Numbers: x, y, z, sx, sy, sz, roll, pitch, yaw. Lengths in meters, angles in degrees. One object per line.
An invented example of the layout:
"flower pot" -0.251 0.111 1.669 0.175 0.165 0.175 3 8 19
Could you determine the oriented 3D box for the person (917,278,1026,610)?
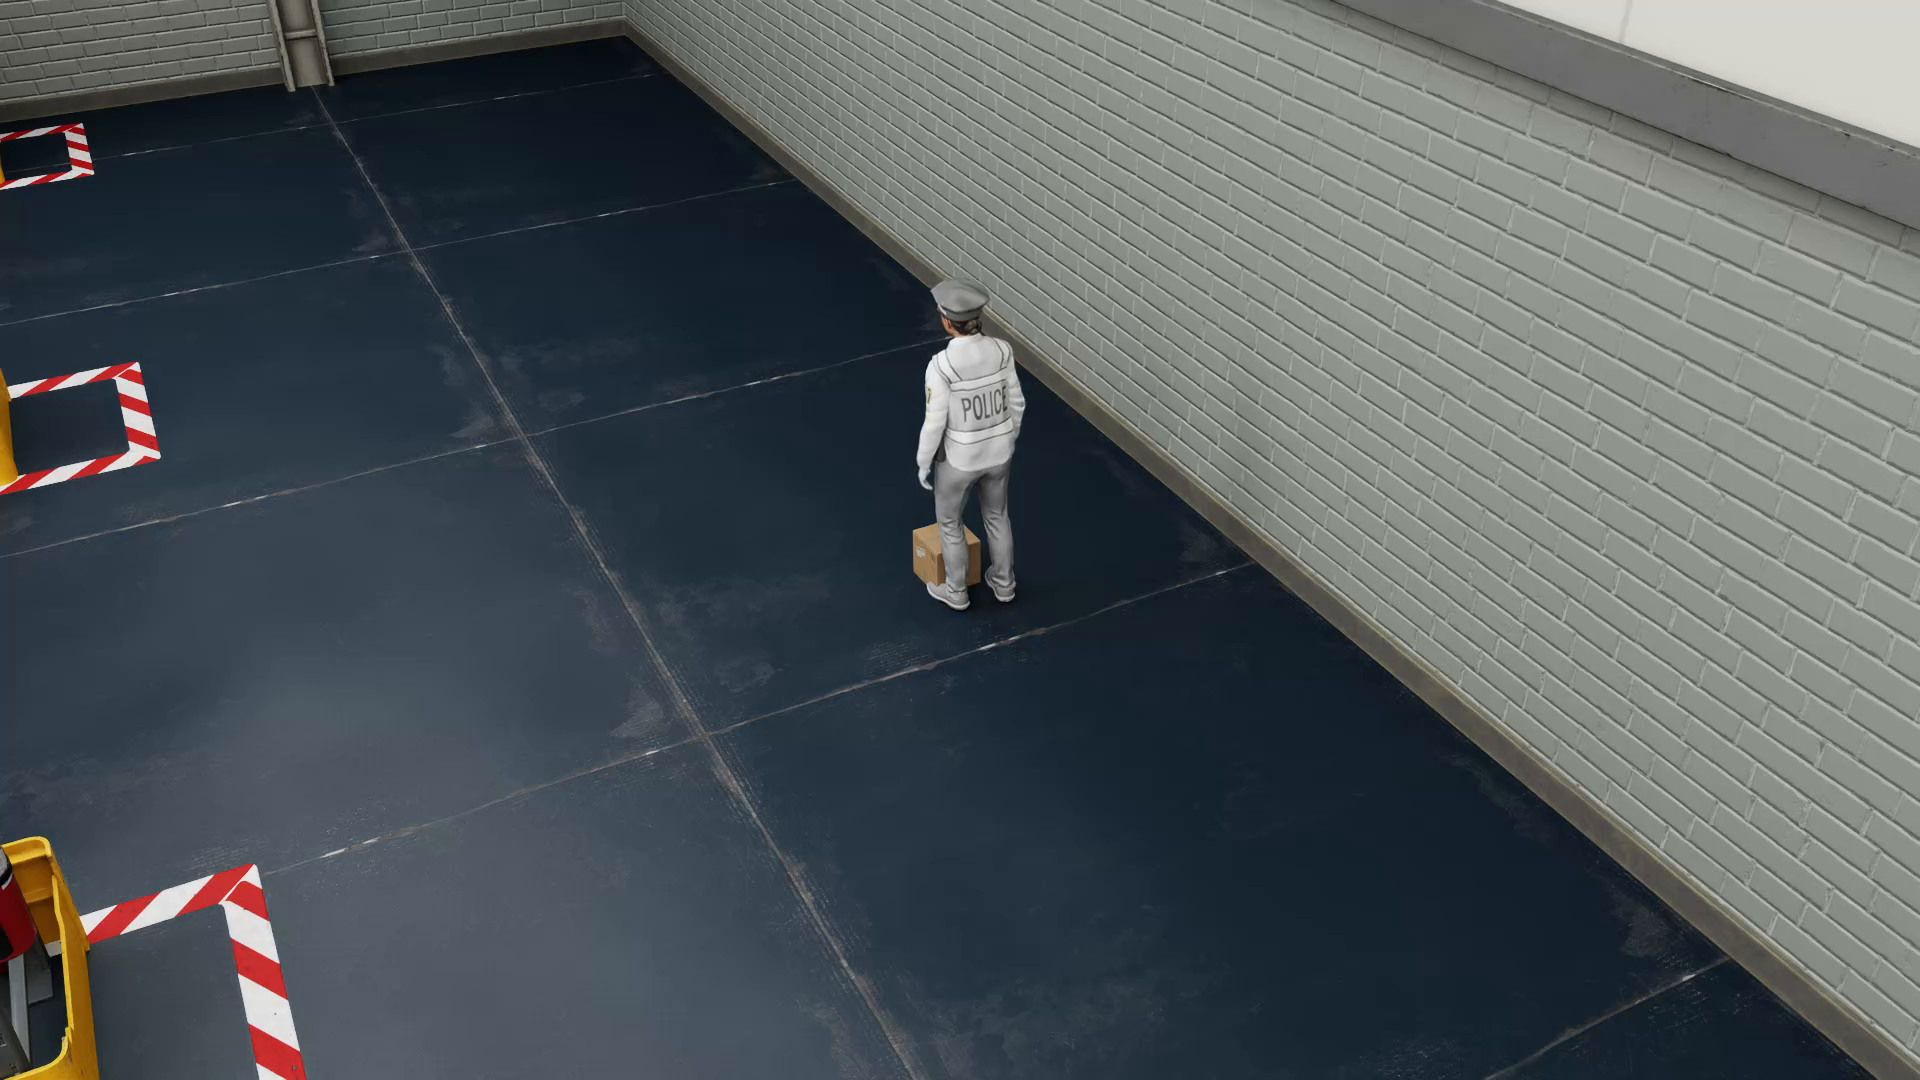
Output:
"person" 0.039 -0.402 7.751 0.539 1.663 0.405 -17 37 -24
